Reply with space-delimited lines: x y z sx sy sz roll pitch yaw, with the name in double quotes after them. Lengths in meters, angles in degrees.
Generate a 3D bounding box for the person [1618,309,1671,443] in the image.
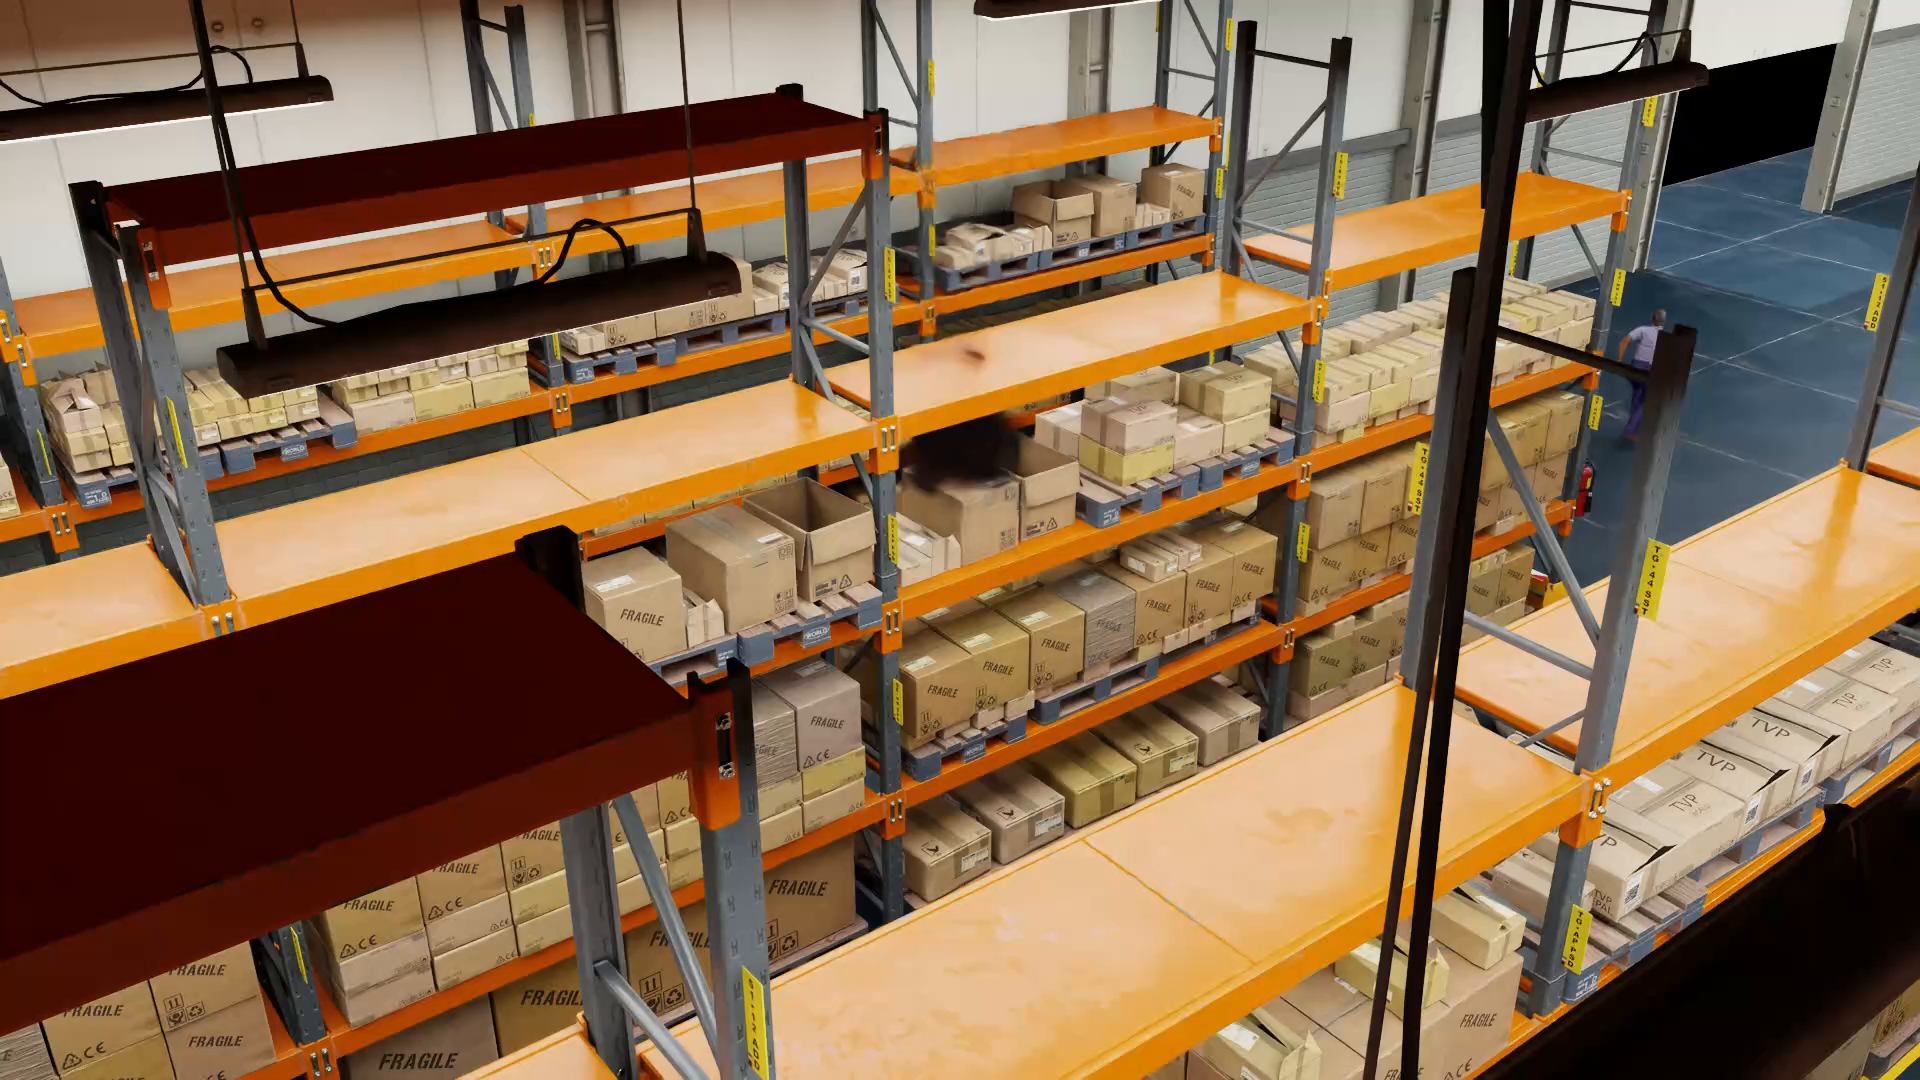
8.360 -1.989 20.336 0.627 1.676 0.819 17 31 31 "person"
